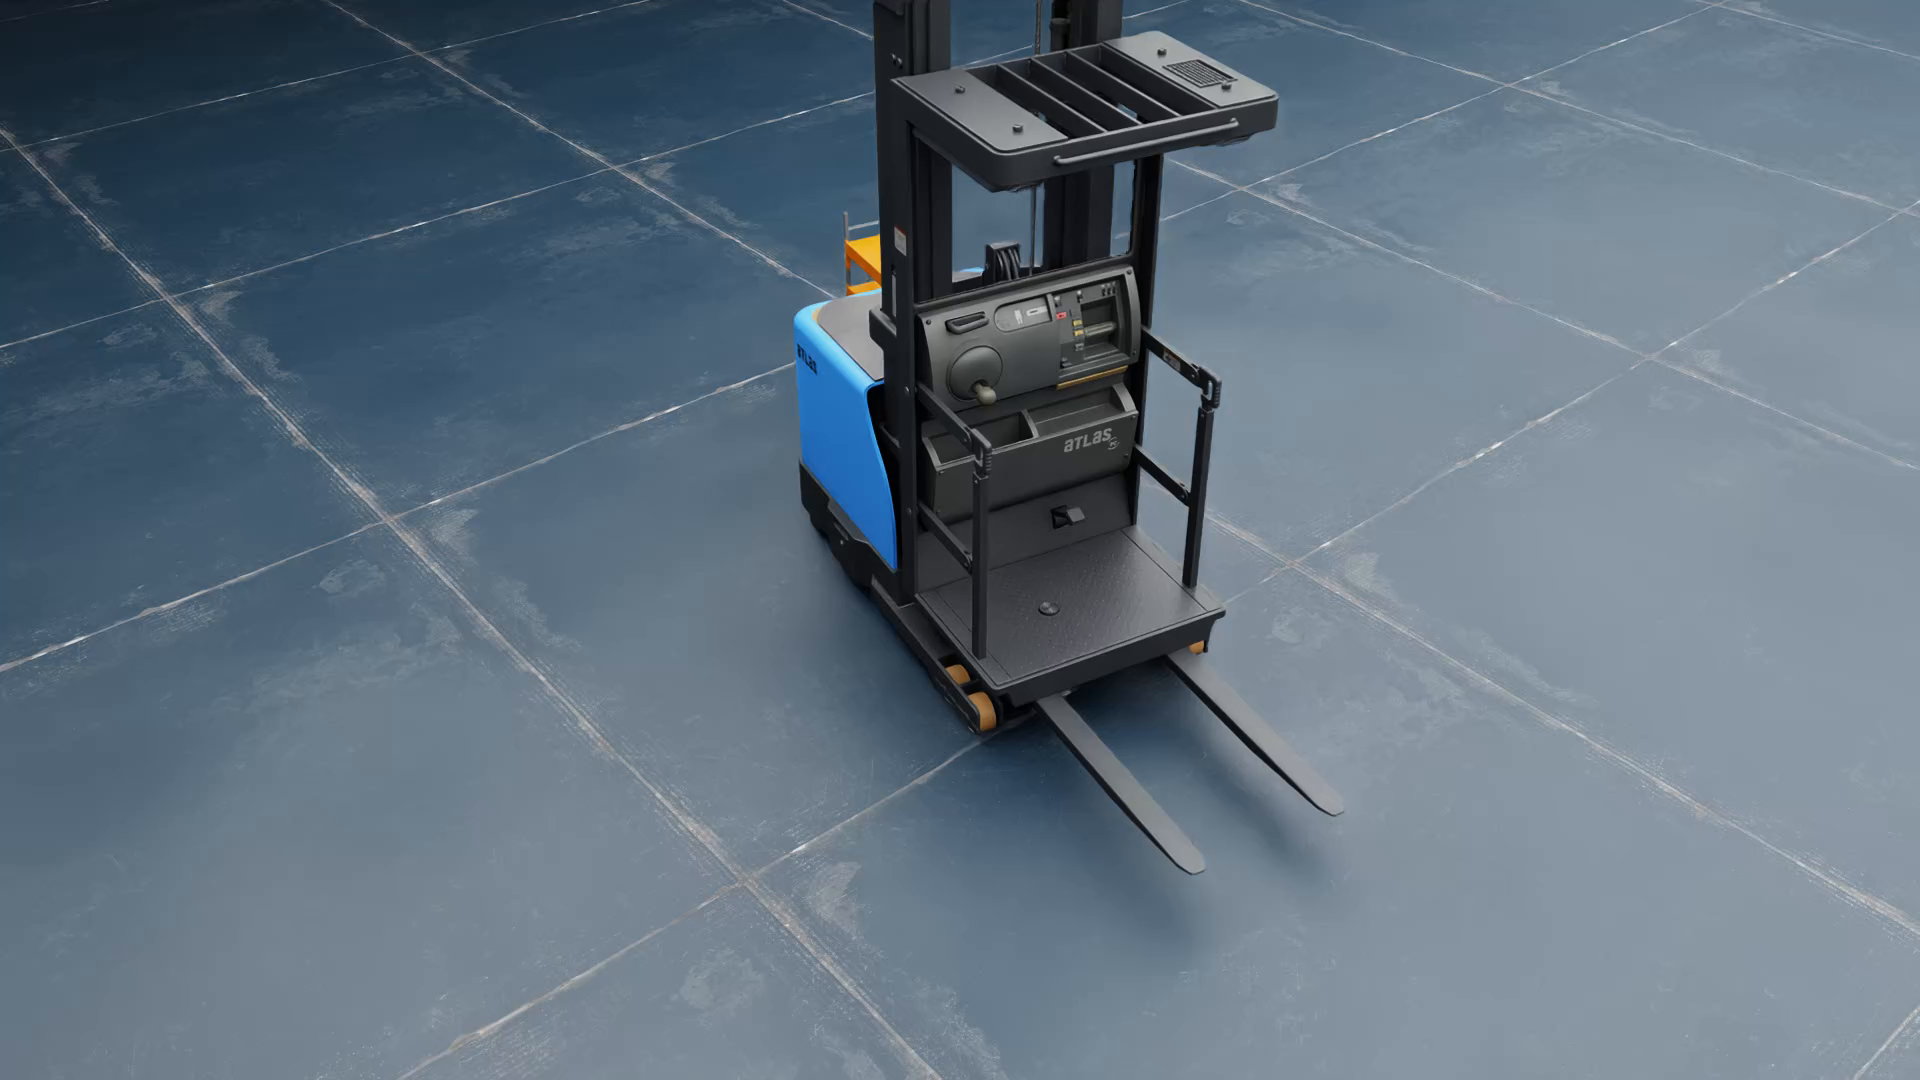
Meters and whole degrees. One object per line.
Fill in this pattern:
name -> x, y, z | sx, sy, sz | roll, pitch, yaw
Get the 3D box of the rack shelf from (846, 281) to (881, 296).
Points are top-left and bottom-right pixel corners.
rack shelf -> -0.329, -1.089, 7.979 | 0.258, 0.148, 0.480 | -17, 39, -23

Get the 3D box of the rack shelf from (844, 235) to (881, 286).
rack shelf -> -0.329, -1.282, 7.842 | 0.258, 0.148, 0.480 | -17, 39, -23

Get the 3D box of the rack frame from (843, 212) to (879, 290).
rack frame -> -0.443, -1.086, 8.245 | 0.240, 1.200, 0.015 | -17, 39, -23

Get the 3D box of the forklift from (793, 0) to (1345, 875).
forklift -> 0.385, -0.722, 6.233 | 1.130, 2.935, 3.031 | -17, 39, -23

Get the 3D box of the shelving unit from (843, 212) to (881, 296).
shelving unit -> -0.329, -0.961, 8.069 | 0.258, 1.200, 0.503 | -17, 39, -23
